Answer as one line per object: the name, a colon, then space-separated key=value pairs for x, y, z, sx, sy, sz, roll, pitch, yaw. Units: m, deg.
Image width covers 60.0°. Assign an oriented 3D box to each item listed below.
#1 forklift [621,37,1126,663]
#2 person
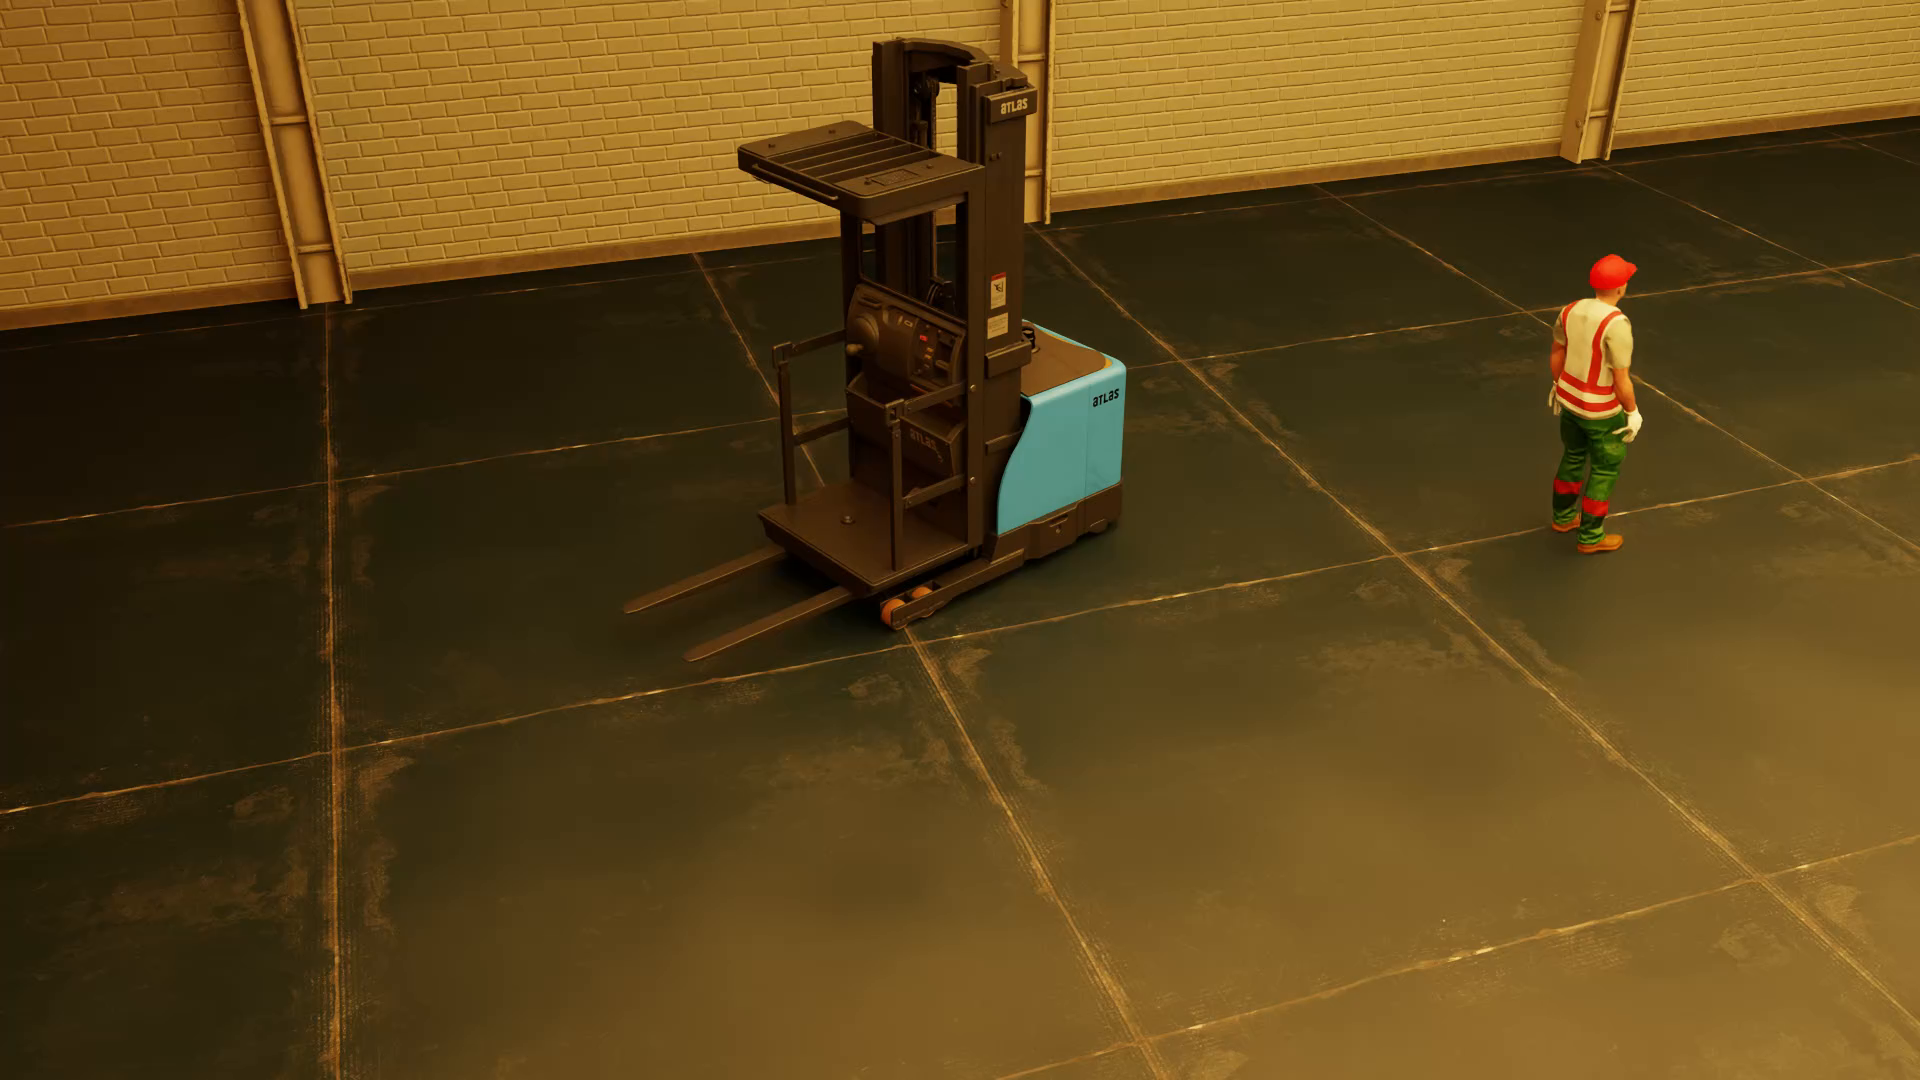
forklift: x=-0.461 y=-1.072 z=8.951 sx=3.031 sy=2.935 sz=1.130 roll=-23 pitch=37 yaw=-34
person: x=3.697 y=-0.787 z=9.615 sx=0.483 sy=1.804 sz=0.633 roll=-12 pitch=32 yaw=-20
